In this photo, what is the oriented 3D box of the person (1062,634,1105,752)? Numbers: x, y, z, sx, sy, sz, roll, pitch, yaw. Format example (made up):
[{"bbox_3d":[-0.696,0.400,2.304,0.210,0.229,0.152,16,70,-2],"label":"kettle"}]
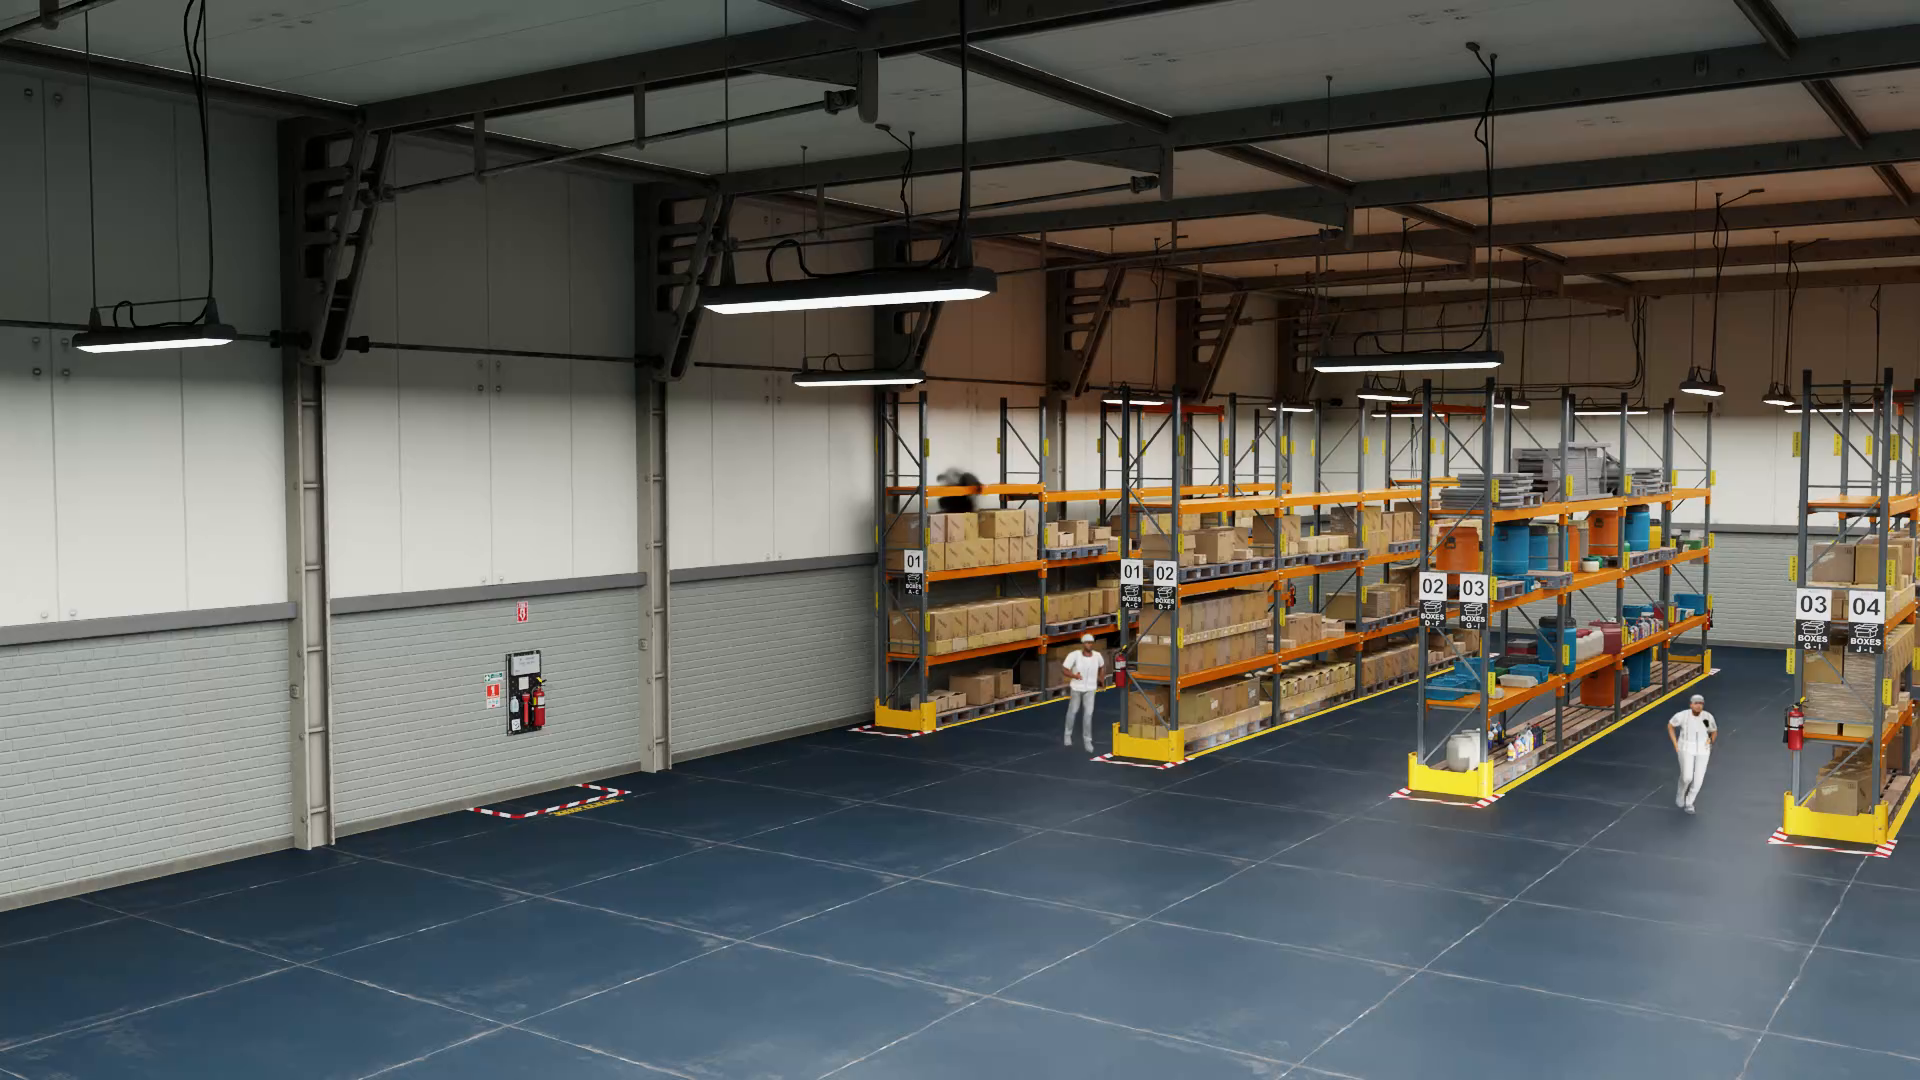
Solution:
[{"bbox_3d":[1.966,2.372,26.117,0.738,1.802,0.817,-1,3,-10],"label":"person"}]

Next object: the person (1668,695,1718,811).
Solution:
[{"bbox_3d":[10.055,2.922,22.778,0.604,1.624,0.595,1,3,10],"label":"person"}]
